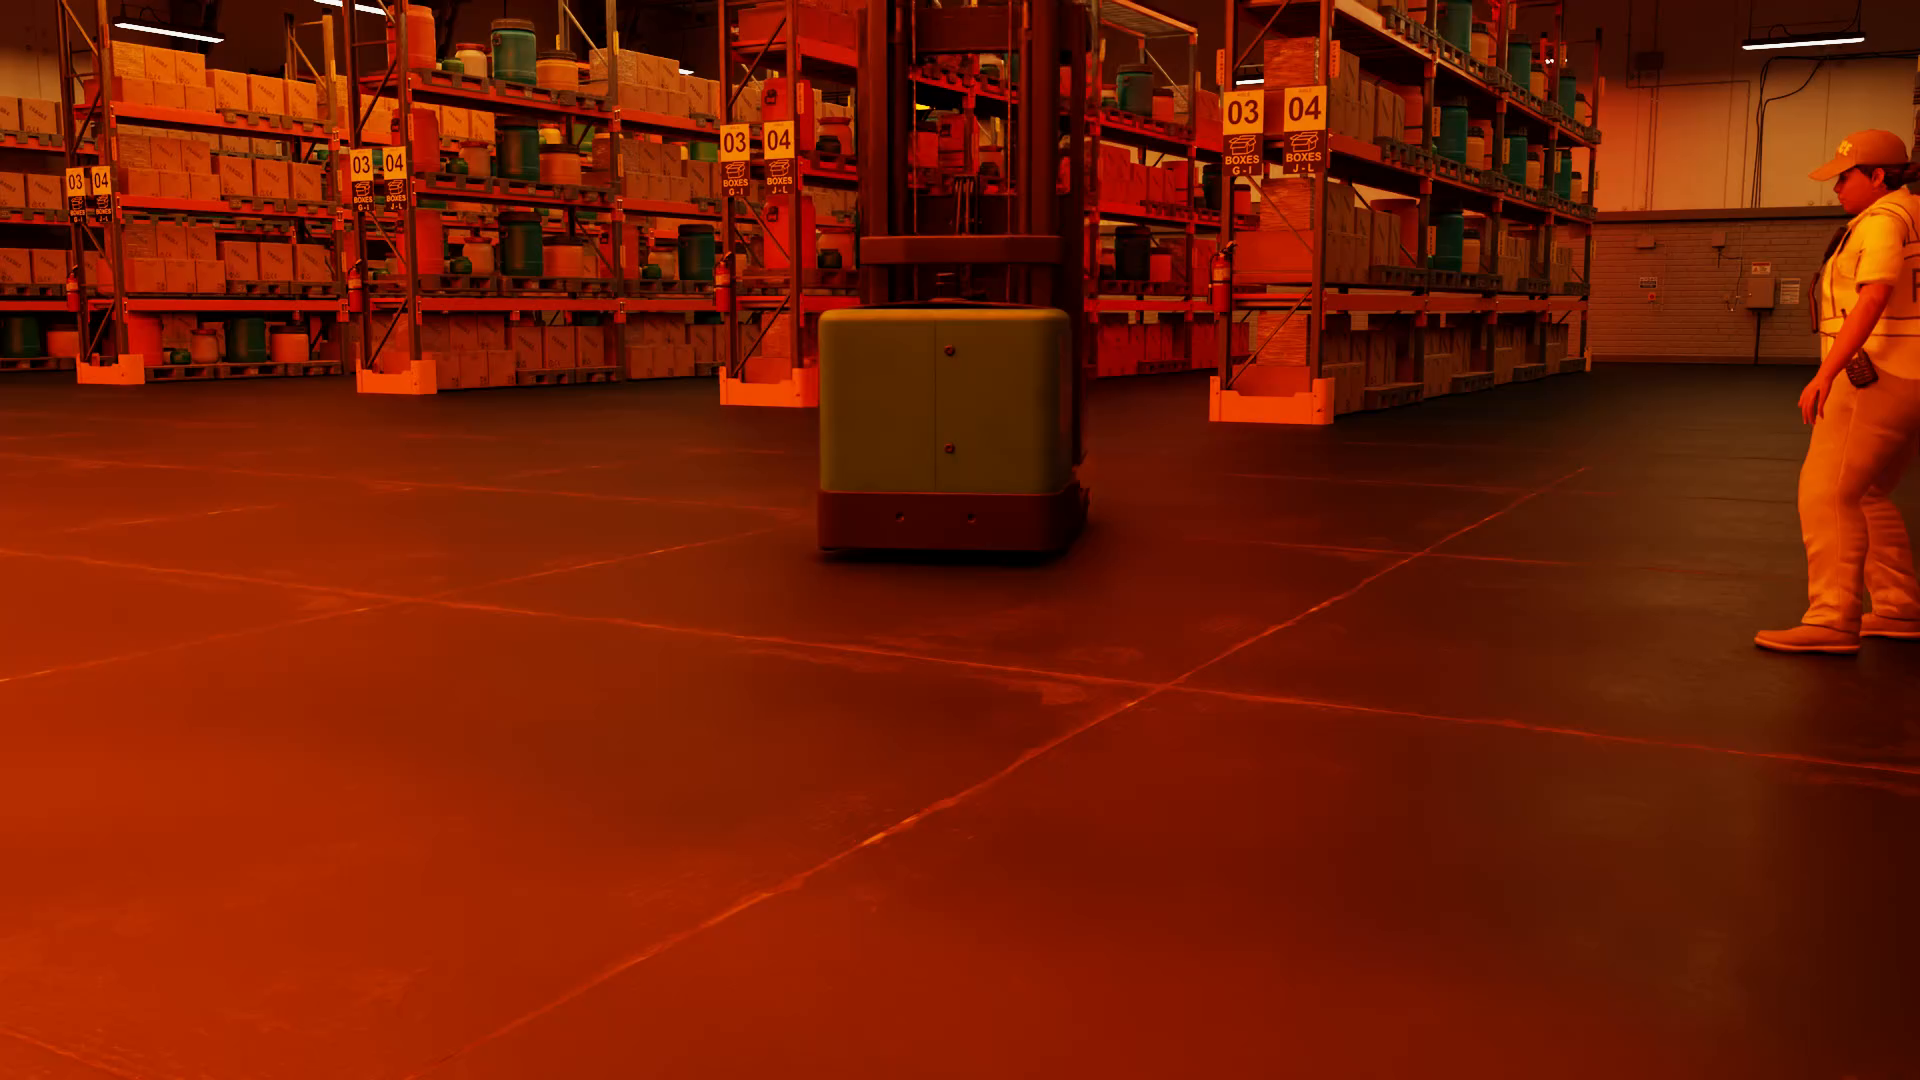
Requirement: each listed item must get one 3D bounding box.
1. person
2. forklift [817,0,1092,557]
[{"bbox_3d":[2.913,-0.483,5.330,0.446,1.641,0.722,7,11,42],"label":"person"},{"bbox_3d":[0.084,-1.545,8.285,1.130,2.935,3.031,1,8,7],"label":"forklift"}]
